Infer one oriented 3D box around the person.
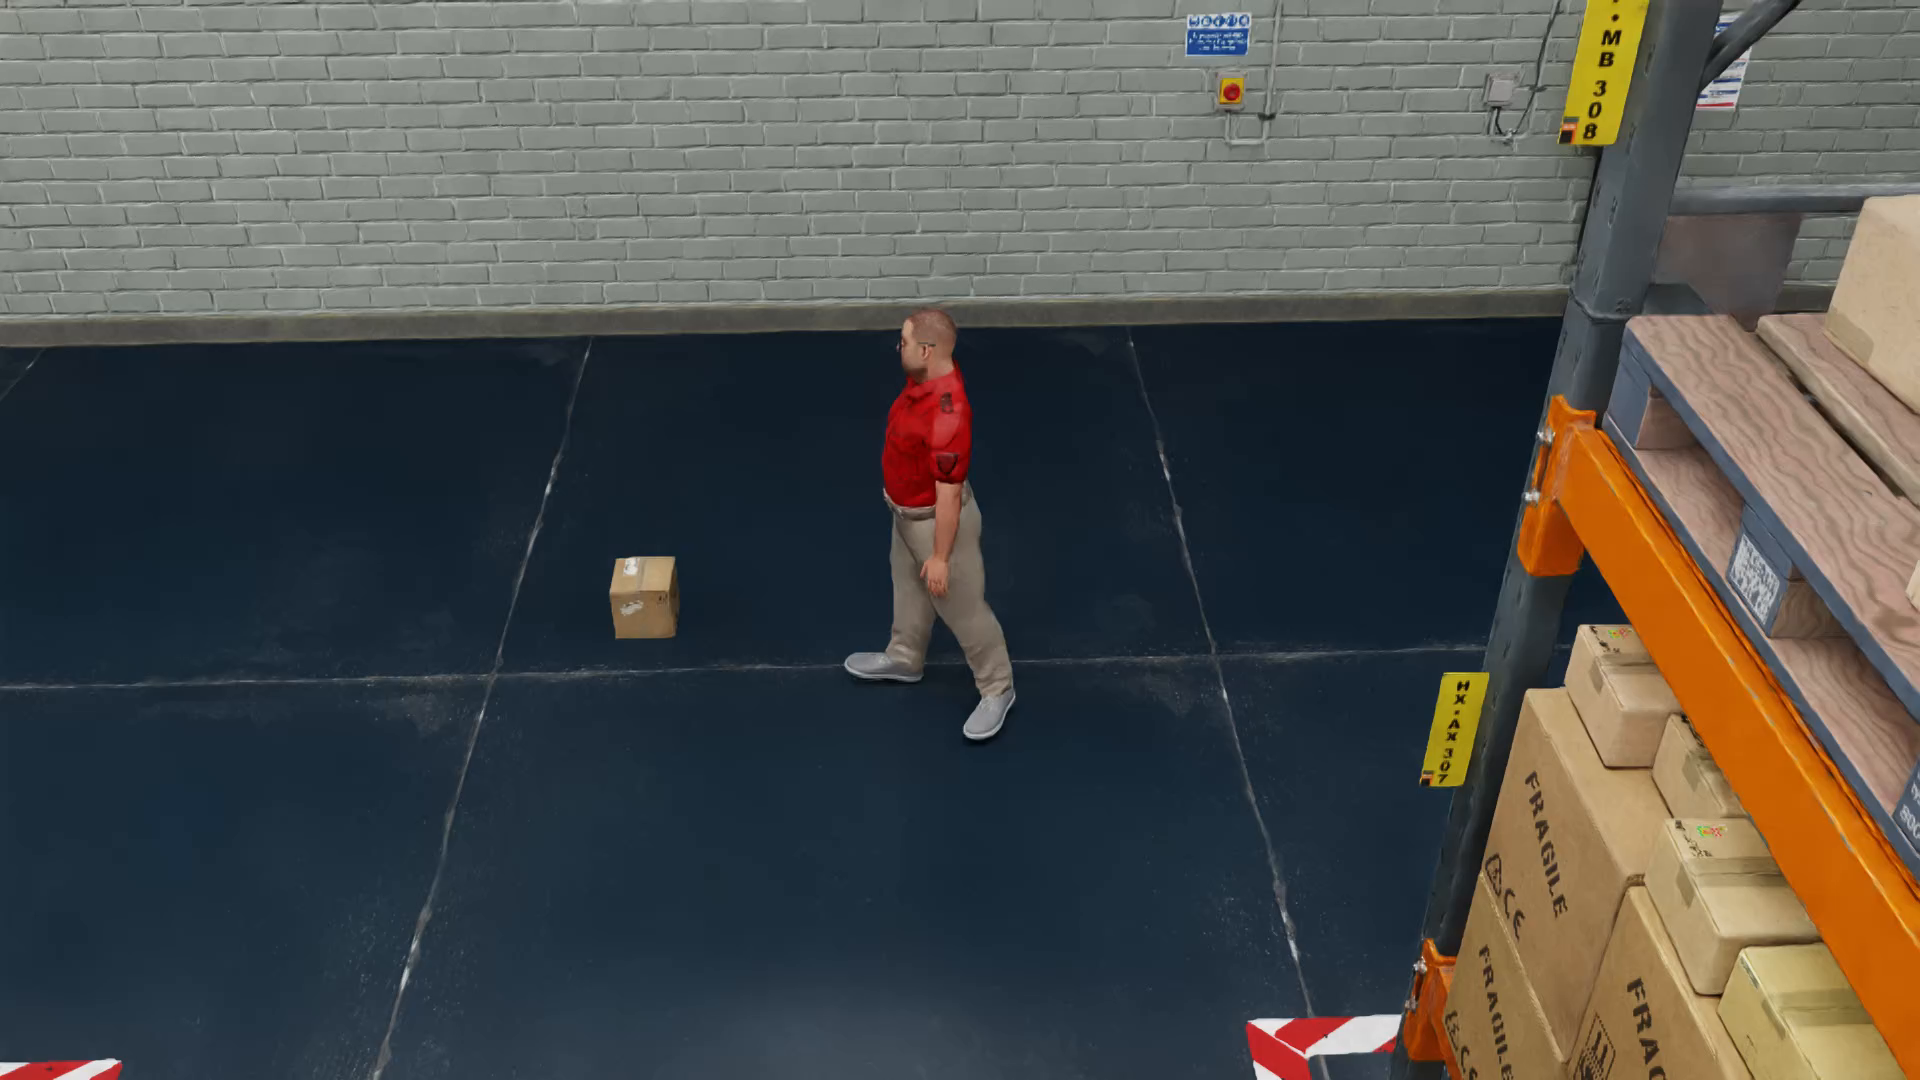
[{"bbox_3d":[-0.128,-0.103,6.297,0.652,1.708,0.775,-6,35,-9],"label":"person"}]
